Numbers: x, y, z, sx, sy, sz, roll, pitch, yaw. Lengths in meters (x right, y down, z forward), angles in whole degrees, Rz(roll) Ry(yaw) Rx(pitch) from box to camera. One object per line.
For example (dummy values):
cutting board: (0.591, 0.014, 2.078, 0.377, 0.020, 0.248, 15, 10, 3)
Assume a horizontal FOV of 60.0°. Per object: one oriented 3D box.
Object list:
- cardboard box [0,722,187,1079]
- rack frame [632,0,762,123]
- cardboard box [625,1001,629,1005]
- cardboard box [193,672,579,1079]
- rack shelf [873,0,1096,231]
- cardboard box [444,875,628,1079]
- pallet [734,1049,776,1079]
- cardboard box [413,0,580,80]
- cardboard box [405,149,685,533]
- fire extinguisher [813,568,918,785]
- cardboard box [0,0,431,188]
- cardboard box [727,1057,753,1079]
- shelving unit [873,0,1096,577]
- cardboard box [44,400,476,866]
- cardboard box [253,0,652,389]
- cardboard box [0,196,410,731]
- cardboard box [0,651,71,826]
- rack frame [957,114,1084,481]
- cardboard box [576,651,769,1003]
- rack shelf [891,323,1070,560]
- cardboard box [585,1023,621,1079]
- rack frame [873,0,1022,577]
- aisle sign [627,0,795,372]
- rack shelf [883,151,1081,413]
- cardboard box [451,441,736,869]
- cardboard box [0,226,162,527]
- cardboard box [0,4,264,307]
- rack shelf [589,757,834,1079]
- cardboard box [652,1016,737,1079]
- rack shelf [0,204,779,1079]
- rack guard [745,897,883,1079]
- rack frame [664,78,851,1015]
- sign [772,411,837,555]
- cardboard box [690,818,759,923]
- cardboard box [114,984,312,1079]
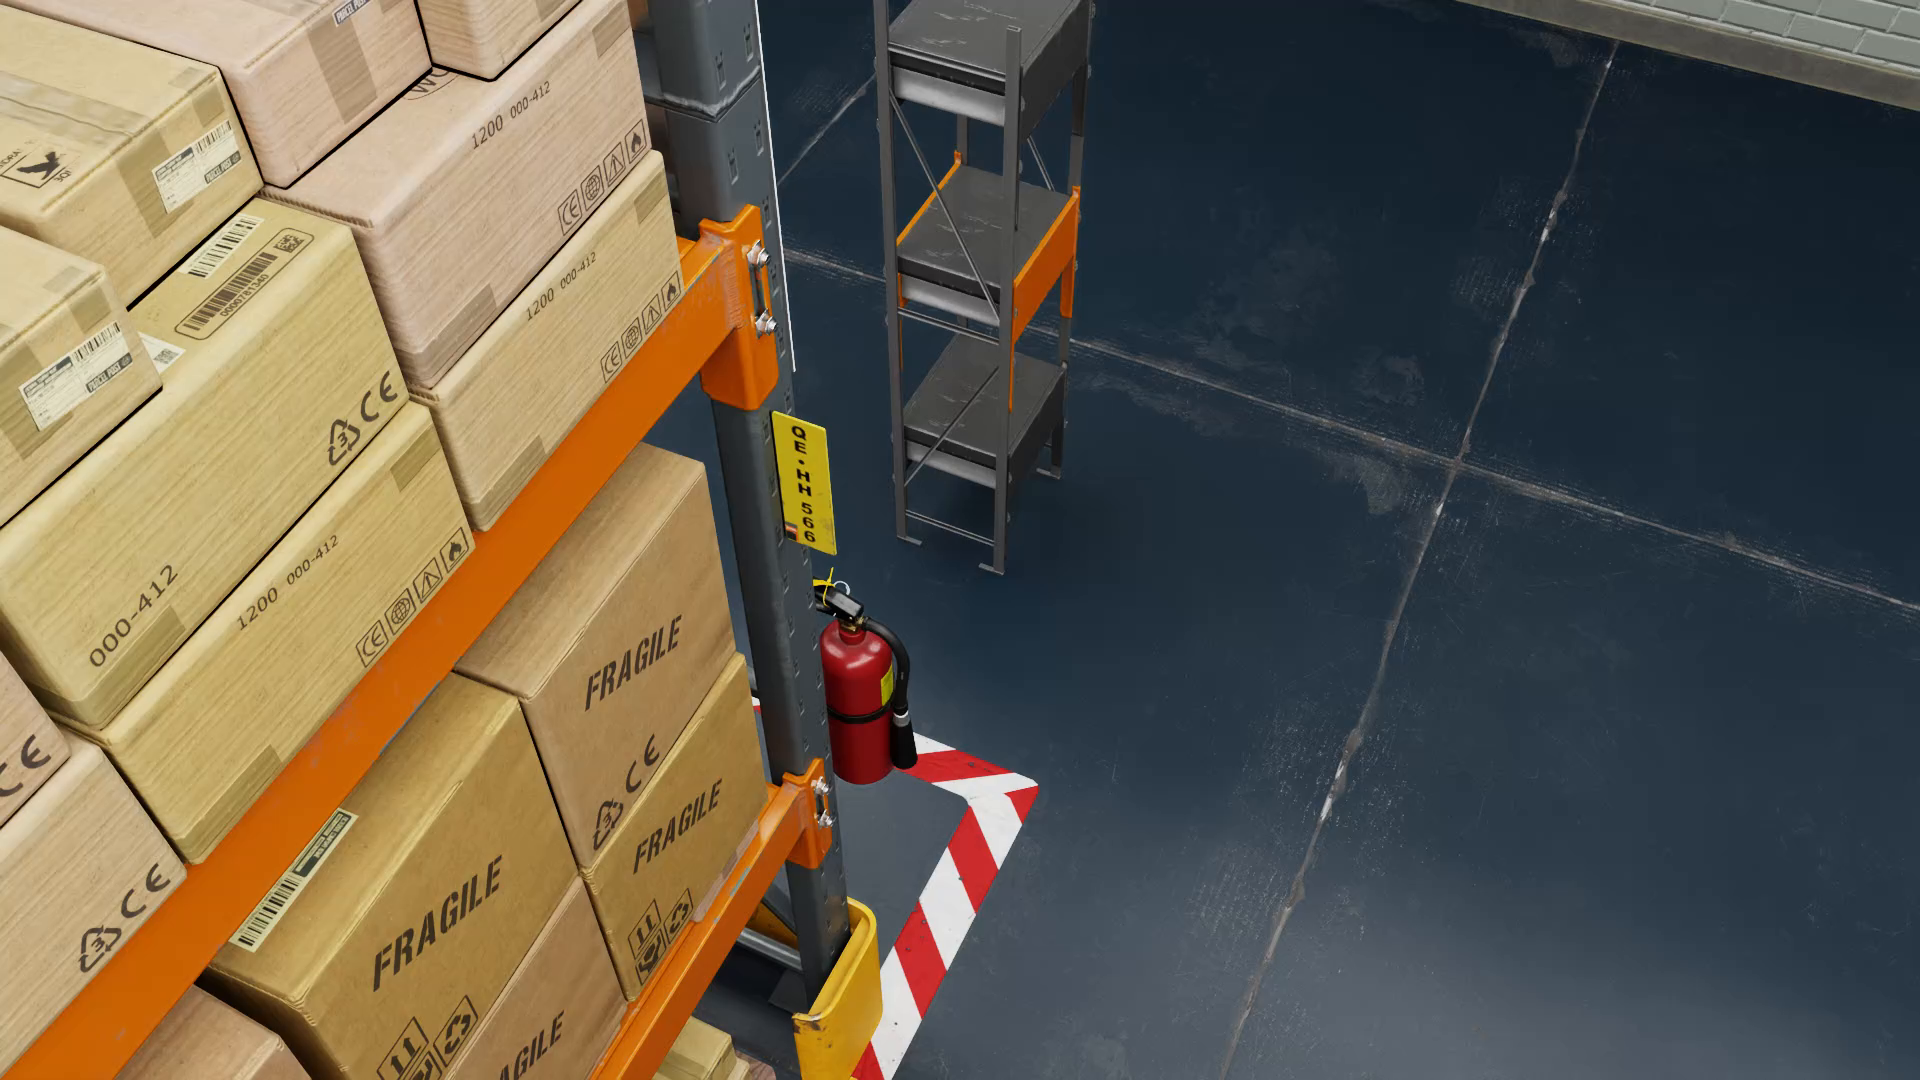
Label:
cardboard box: (-1.153, 0.356, 1.607, 0.500, 0.250, 0.500, 22, 53, 18)
rack frame: (-0.762, -1.755, 1.335, 1.000, 3.000, 0.127, 20, 52, 16)
cardboard box: (-0.786, 0.746, 3.311, 0.380, 0.149, 0.250, 20, 52, 16)
cardboard box: (-0.949, 0.481, 2.453, 0.500, 0.500, 0.500, 18, 52, 15)
rack shelf: (0.071, -1.239, 4.525, 0.431, 0.518, 0.480, 20, 52, 16)
cardboard box: (-0.946, 0.807, 2.833, 0.500, 0.500, 0.500, 19, 52, 16)
pallet: (-1.174, 1.693, 4.171, 1.003, 0.211, 1.213, 20, 52, 16)
cardboard box: (-0.639, -0.701, 1.916, 0.380, 0.149, 0.250, 19, 52, 16)
cardboard box: (-0.717, -0.335, 2.194, 0.500, 0.250, 0.500, 19, 52, 15)
fire extinguisher: (-0.237, 0.312, 3.811, 0.296, 0.674, 0.183, 20, 52, 16)
cardboard box: (-0.813, -0.556, 1.793, 0.380, 0.149, 0.250, 20, 53, 17)
cardboard box: (-0.730, 1.337, 4.044, 0.380, 0.149, 0.250, 19, 52, 15)
shelving unit: (0.071, -0.794, 5.047, 0.431, 2.100, 0.503, 20, 52, 16)
cardboard box: (-0.929, 0.019, 1.893, 0.500, 0.250, 0.500, 20, 52, 16)
cardboard box: (-0.729, -0.496, 2.003, 0.500, 0.250, 0.500, 18, 52, 15)
cardboard box: (-0.946, -0.144, 1.703, 0.500, 0.250, 0.500, 19, 52, 15)
cardboard box: (-1.168, 0.208, 1.404, 0.500, 0.250, 0.500, 21, 53, 17)
rack frame: (0.175, -0.962, 5.190, 0.400, 2.100, 0.015, 20, 52, 16)
cardboard box: (-0.722, 0.454, 3.134, 0.500, 0.500, 0.500, 21, 53, 17)
rack shelf: (0.071, -0.332, 5.591, 0.431, 0.518, 0.480, 20, 52, 16)
cardboard box: (-0.880, 0.924, 3.159, 0.380, 0.149, 0.250, 19, 52, 16)
rack frame: (-0.034, -0.626, 4.904, 0.400, 2.100, 0.015, 20, 52, 16)
aisle sign: (-0.460, -0.606, 2.589, 0.394, 0.787, 0.004, 20, 52, 16)
rack shelf: (0.071, -0.786, 5.058, 0.431, 0.518, 0.480, 20, 52, 16)
cardboard box: (-0.733, 0.132, 2.750, 0.500, 0.500, 0.500, 19, 52, 15)
cardboard box: (-0.956, -0.169, 1.463, 0.380, 0.149, 0.250, 21, 53, 17)
cardboard box: (-0.941, -0.386, 1.648, 0.380, 0.149, 0.250, 18, 52, 15)
rack shelf: (-1.617, 1.800, 2.722, 1.077, 0.370, 4.000, 20, 52, 16)
cardboard box: (-0.759, 1.231, 3.938, 0.380, 0.149, 0.250, 20, 53, 16)
rack shelf: (-1.617, 0.827, 1.579, 1.077, 0.370, 4.000, 20, 52, 16)
rack guard: (-0.795, 1.052, 4.527, 1.175, 0.500, 0.348, 20, 52, 16)
rack frame: (-0.762, 0.189, 3.619, 1.000, 3.000, 0.127, 20, 52, 16)
sign: (-0.269, -0.094, 2.893, 0.100, 0.325, 0.005, 20, 52, 16)
cardboard box: (-0.646, 0.587, 3.446, 0.380, 0.149, 0.250, 20, 52, 16)
cardboard box: (-1.163, 0.842, 2.146, 0.500, 0.500, 0.500, 22, 53, 18)
